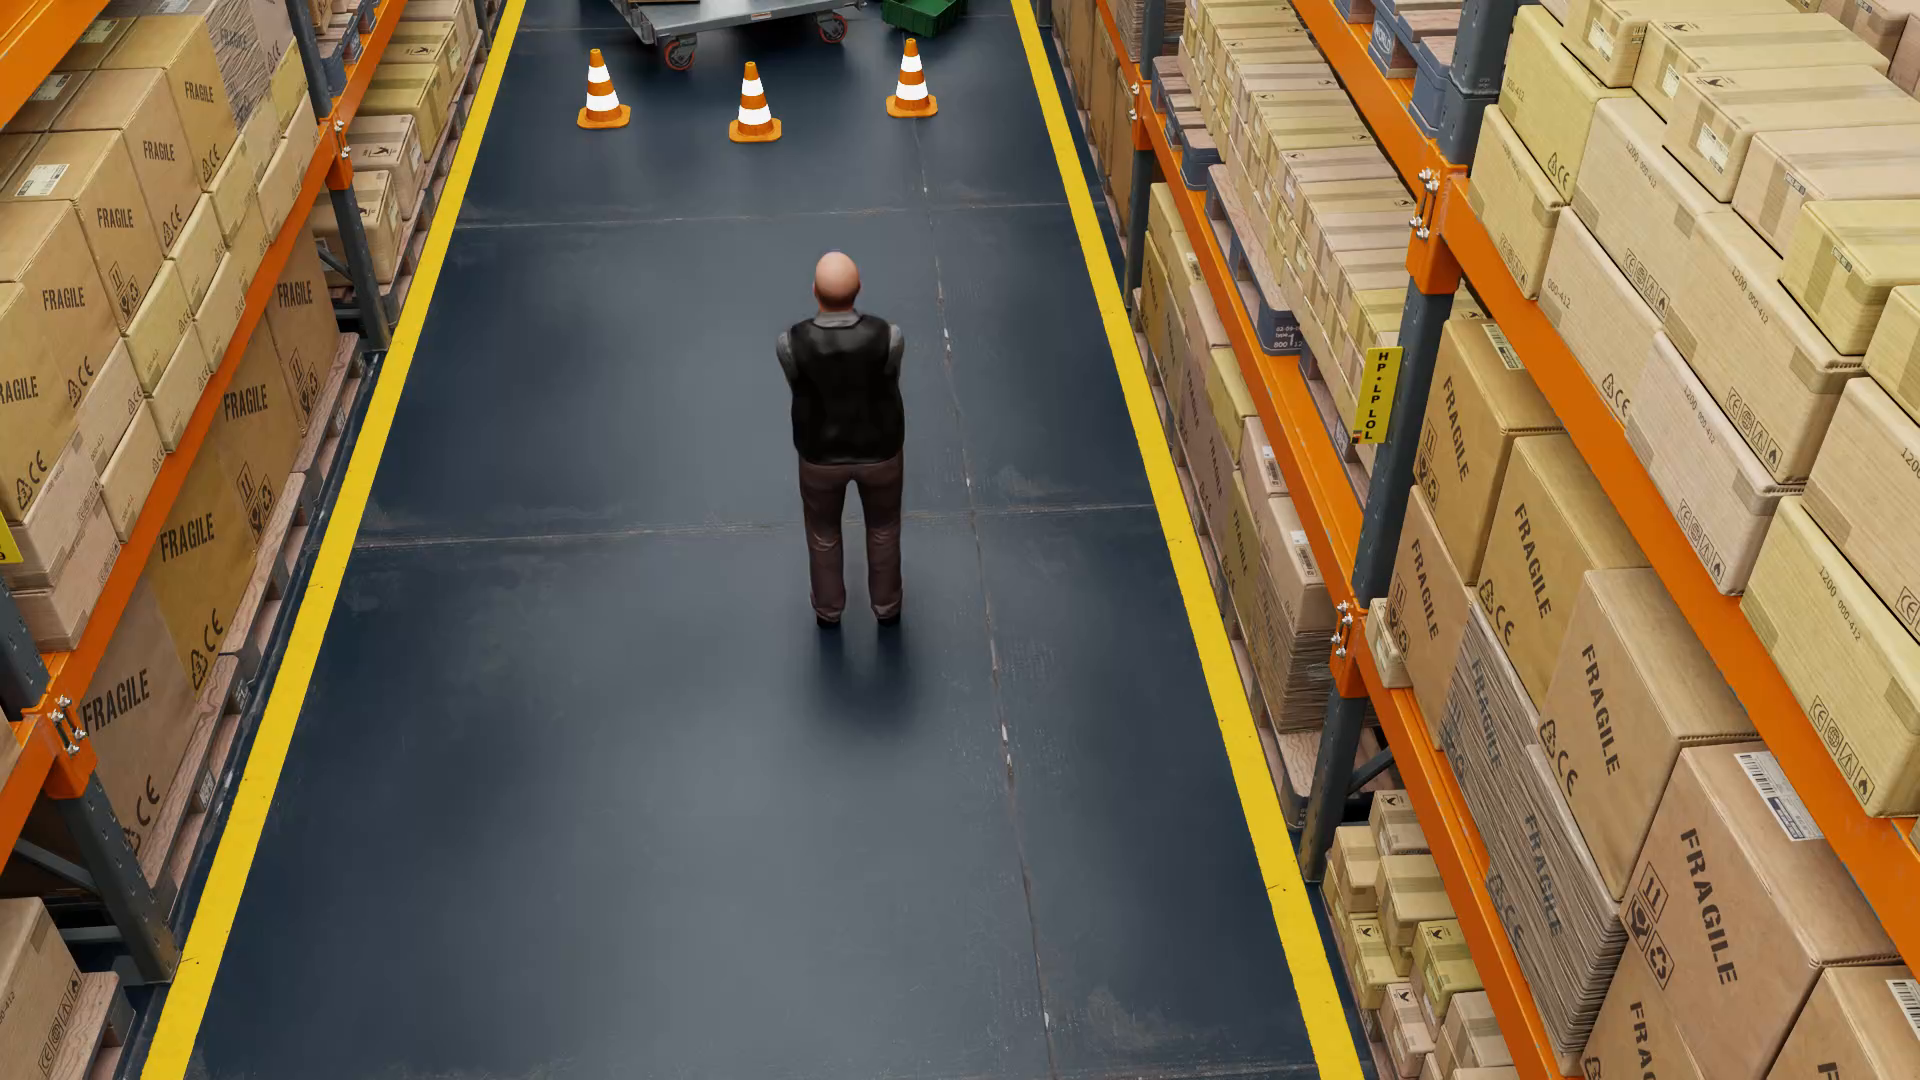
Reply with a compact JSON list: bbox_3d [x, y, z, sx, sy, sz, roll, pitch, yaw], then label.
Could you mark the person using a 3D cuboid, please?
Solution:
[{"bbox_3d":[-0.463,-0.415,6.695,0.494,1.720,0.563,-4,39,-5],"label":"person"}]
